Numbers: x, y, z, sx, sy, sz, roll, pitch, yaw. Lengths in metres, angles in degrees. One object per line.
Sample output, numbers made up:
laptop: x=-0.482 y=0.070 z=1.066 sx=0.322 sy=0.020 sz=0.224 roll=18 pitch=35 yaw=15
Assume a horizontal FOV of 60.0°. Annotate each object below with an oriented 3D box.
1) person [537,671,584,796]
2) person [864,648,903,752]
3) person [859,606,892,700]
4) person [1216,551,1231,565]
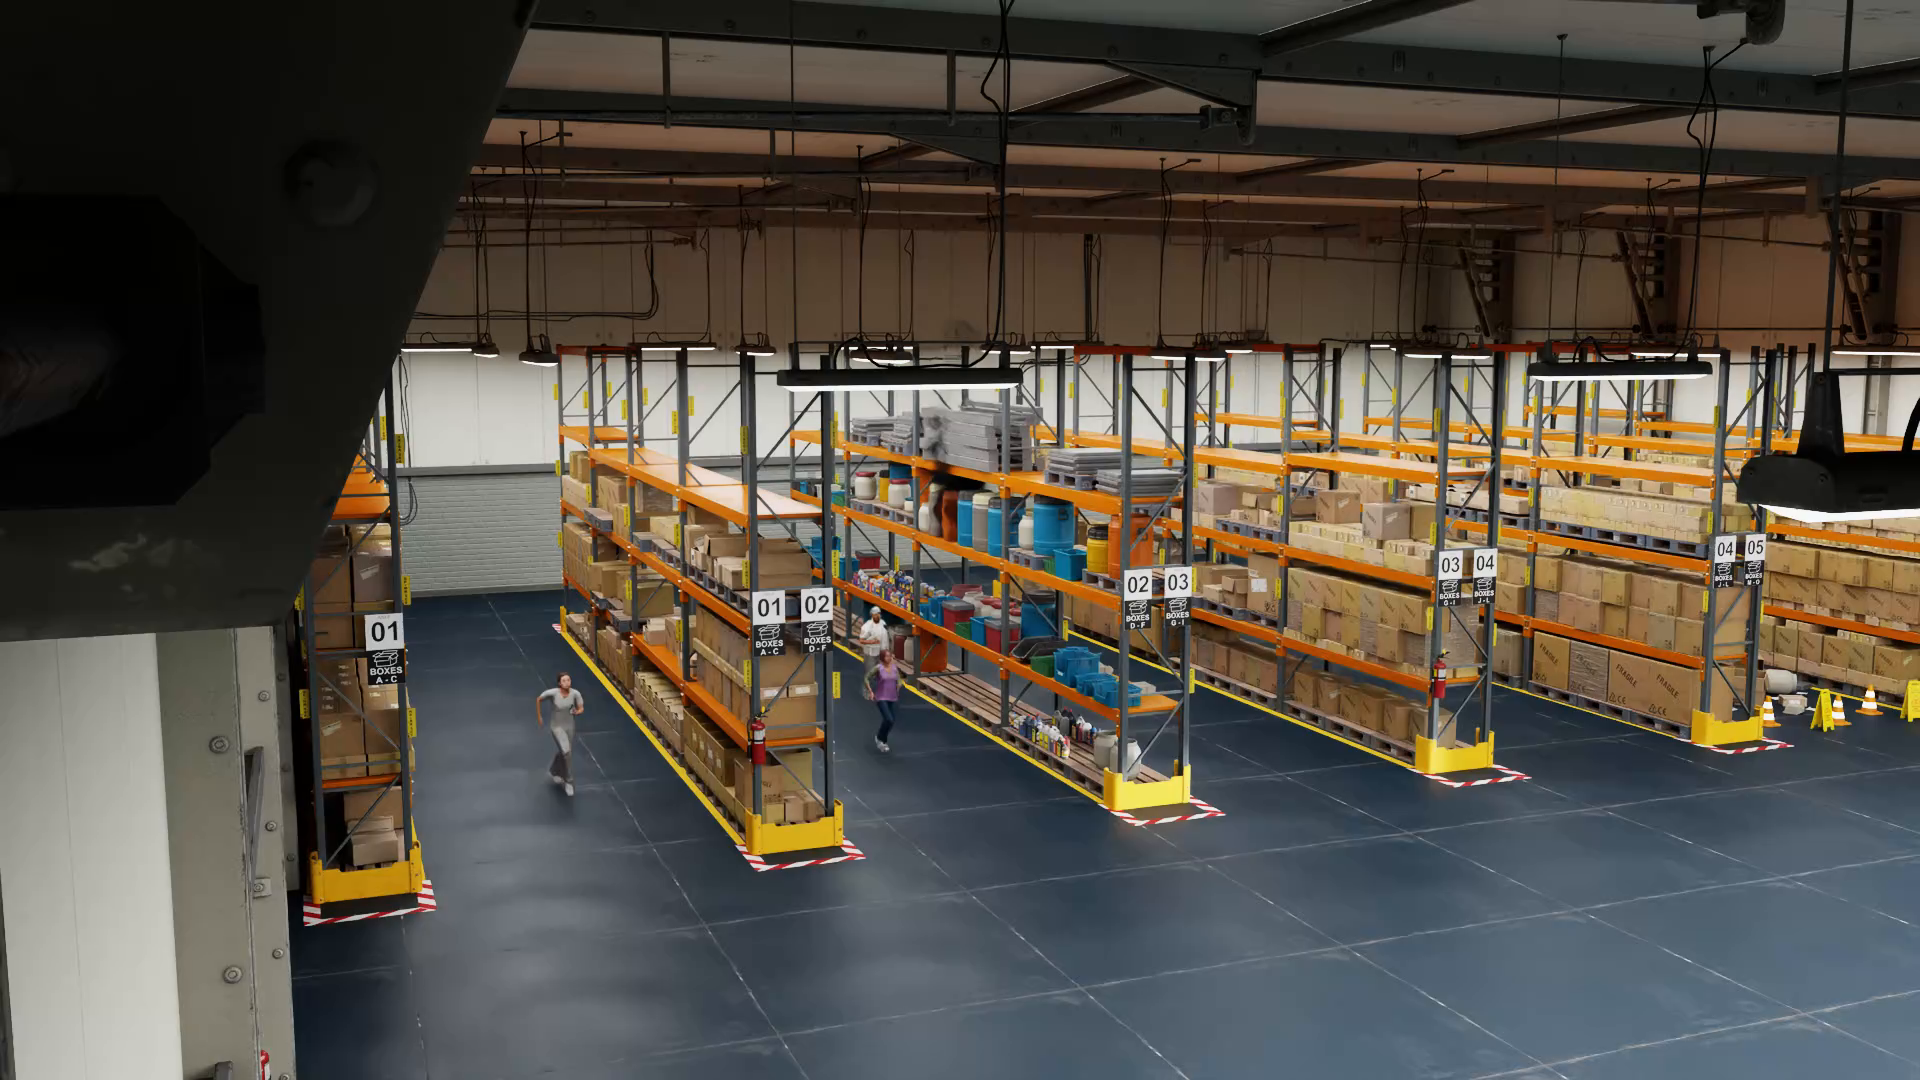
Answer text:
person: x=-5.474 y=2.620 z=22.827 sx=0.586 sy=1.693 sz=0.833 roll=-5 pitch=9 yaw=-34
person: x=-1.093 y=2.399 z=24.783 sx=0.519 sy=1.567 sz=0.624 roll=-5 pitch=9 yaw=-33
person: x=-1.429 y=1.952 z=27.967 sx=0.583 sy=1.678 sz=0.893 roll=-3 pitch=8 yaw=-25
person: x=6.807 y=0.067 z=42.608 sx=0.612 sy=1.721 sz=0.659 roll=-6 pitch=9 yaw=-39
